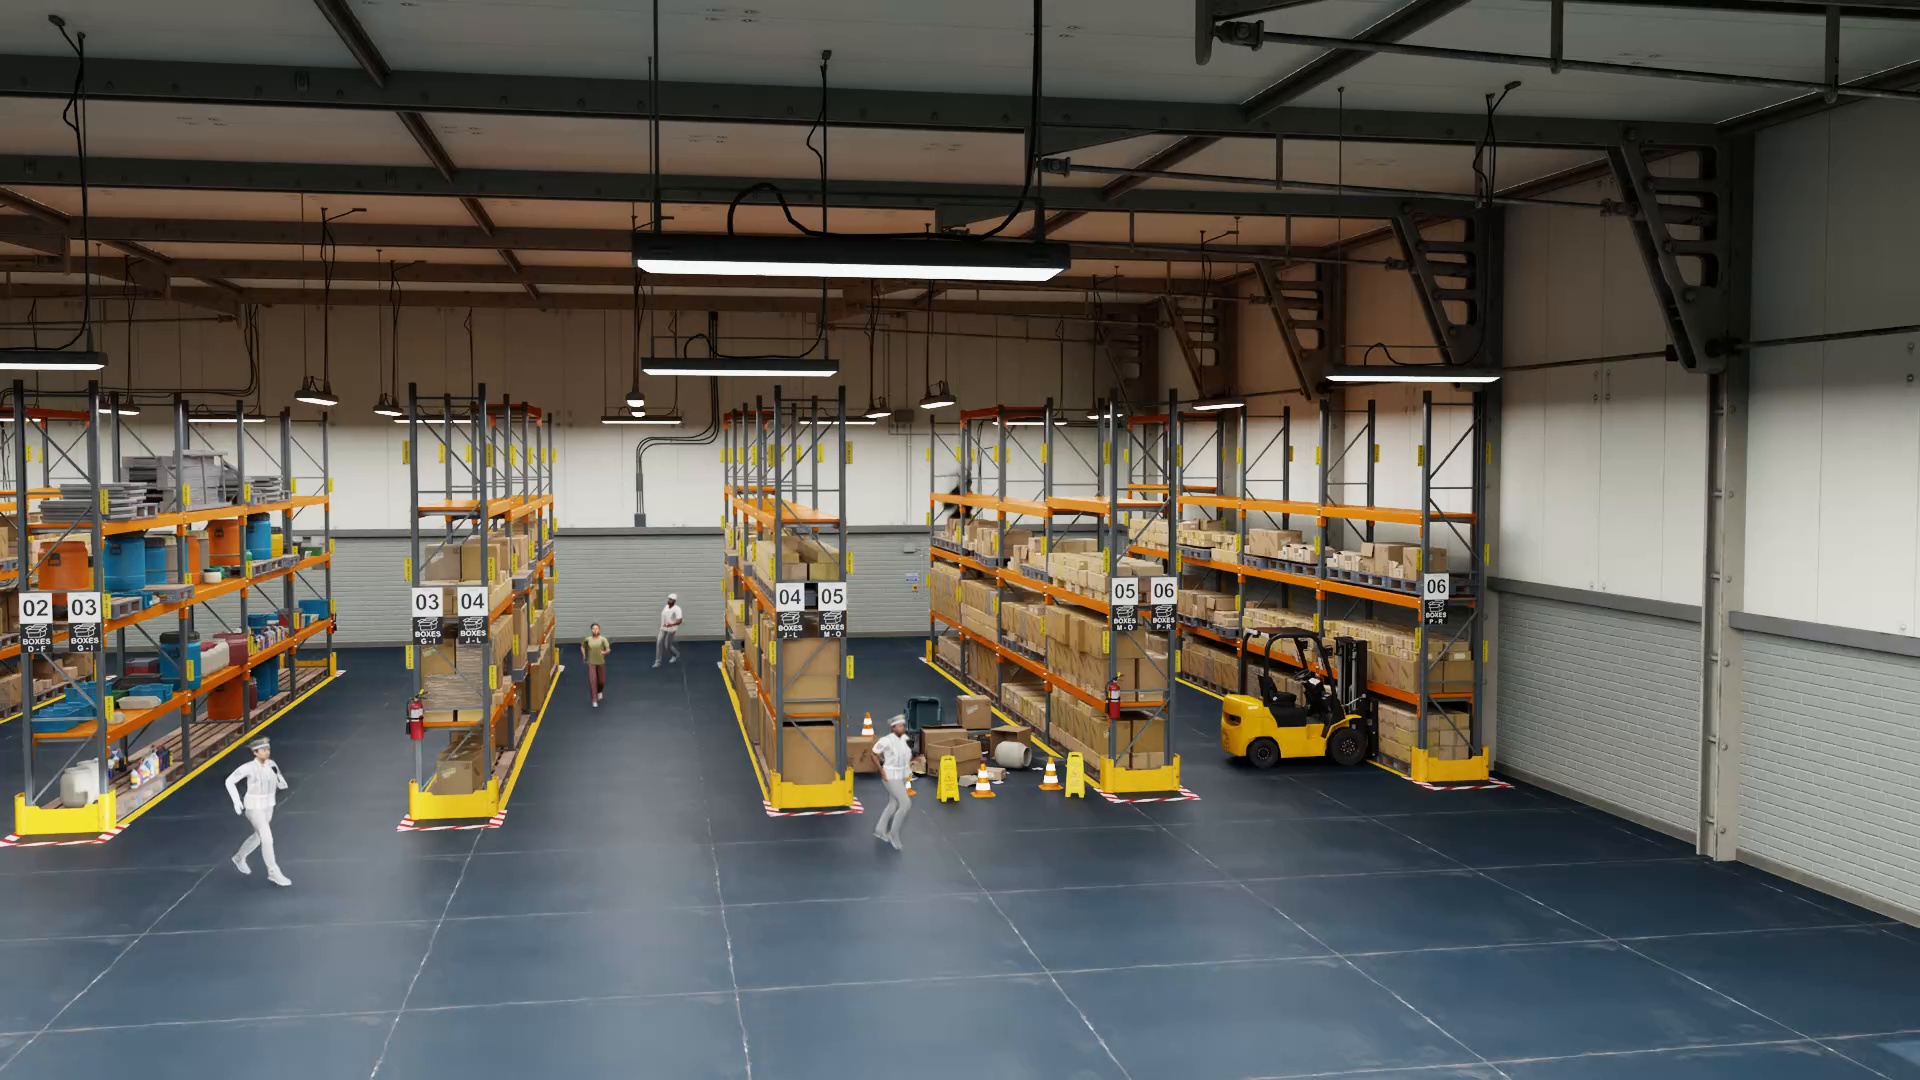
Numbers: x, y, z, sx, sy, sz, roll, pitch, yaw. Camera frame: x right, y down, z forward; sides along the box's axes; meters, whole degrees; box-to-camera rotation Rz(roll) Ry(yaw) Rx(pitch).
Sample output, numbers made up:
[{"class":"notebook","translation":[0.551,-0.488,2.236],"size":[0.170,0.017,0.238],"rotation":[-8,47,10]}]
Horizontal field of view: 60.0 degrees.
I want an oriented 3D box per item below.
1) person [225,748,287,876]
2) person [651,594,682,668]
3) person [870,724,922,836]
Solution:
[{"class":"person","translation":[-8.249,3.112,19.450],"size":[0.737,1.563,0.582],"rotation":[1,3,22]},{"class":"person","translation":[-6.886,2.138,39.293],"size":[0.745,1.749,0.866],"rotation":[2,4,35]},{"class":"person","translation":[-0.795,3.034,21.346],"size":[0.704,1.541,0.546],"rotation":[2,4,36]}]
